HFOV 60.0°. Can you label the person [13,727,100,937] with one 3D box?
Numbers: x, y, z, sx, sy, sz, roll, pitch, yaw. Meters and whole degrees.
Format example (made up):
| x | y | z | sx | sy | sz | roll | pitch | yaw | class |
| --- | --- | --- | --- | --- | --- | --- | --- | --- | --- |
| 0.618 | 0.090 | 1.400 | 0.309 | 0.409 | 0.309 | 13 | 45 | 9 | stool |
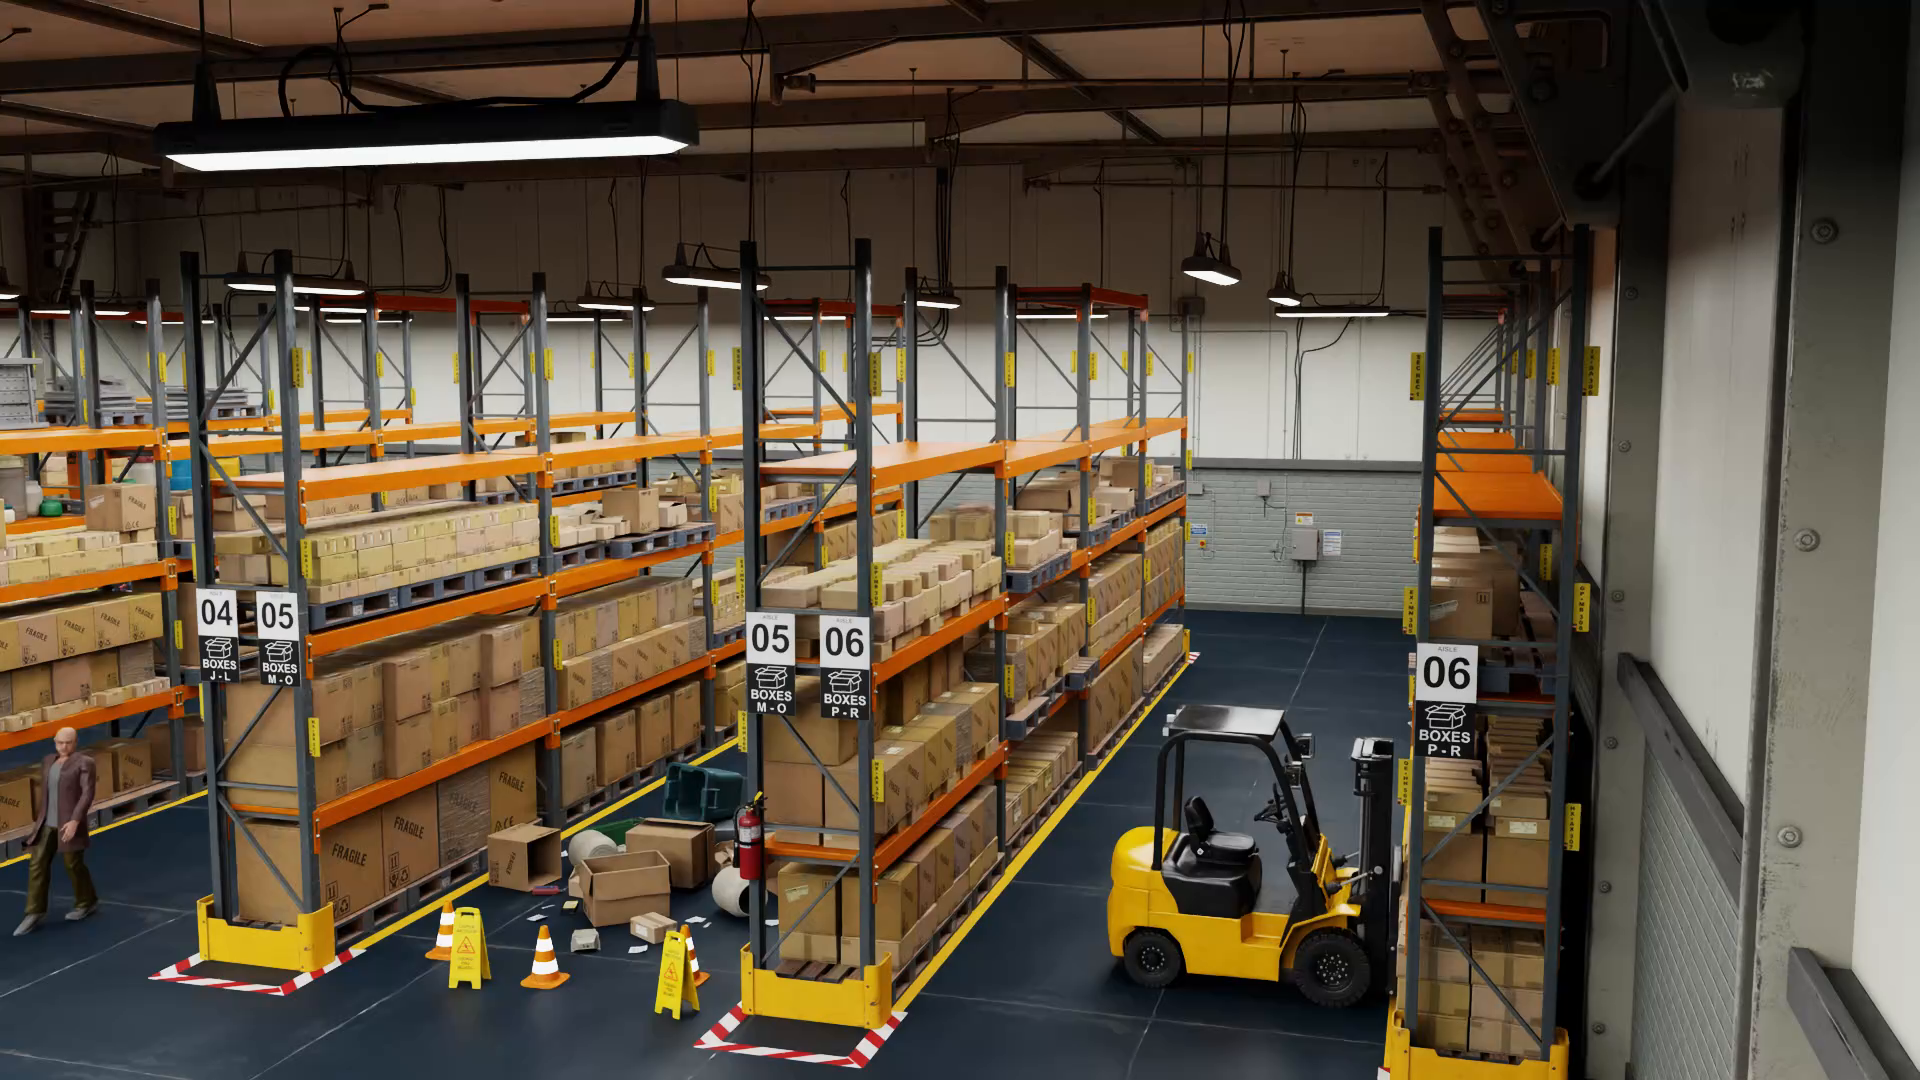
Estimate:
| x | y | z | sx | sy | sz | roll | pitch | yaw | class |
| --- | --- | --- | --- | --- | --- | --- | --- | --- | --- |
| -8.218 | 2.619 | 15.069 | 0.618 | 1.792 | 0.792 | 1 | 6 | 9 | person |
